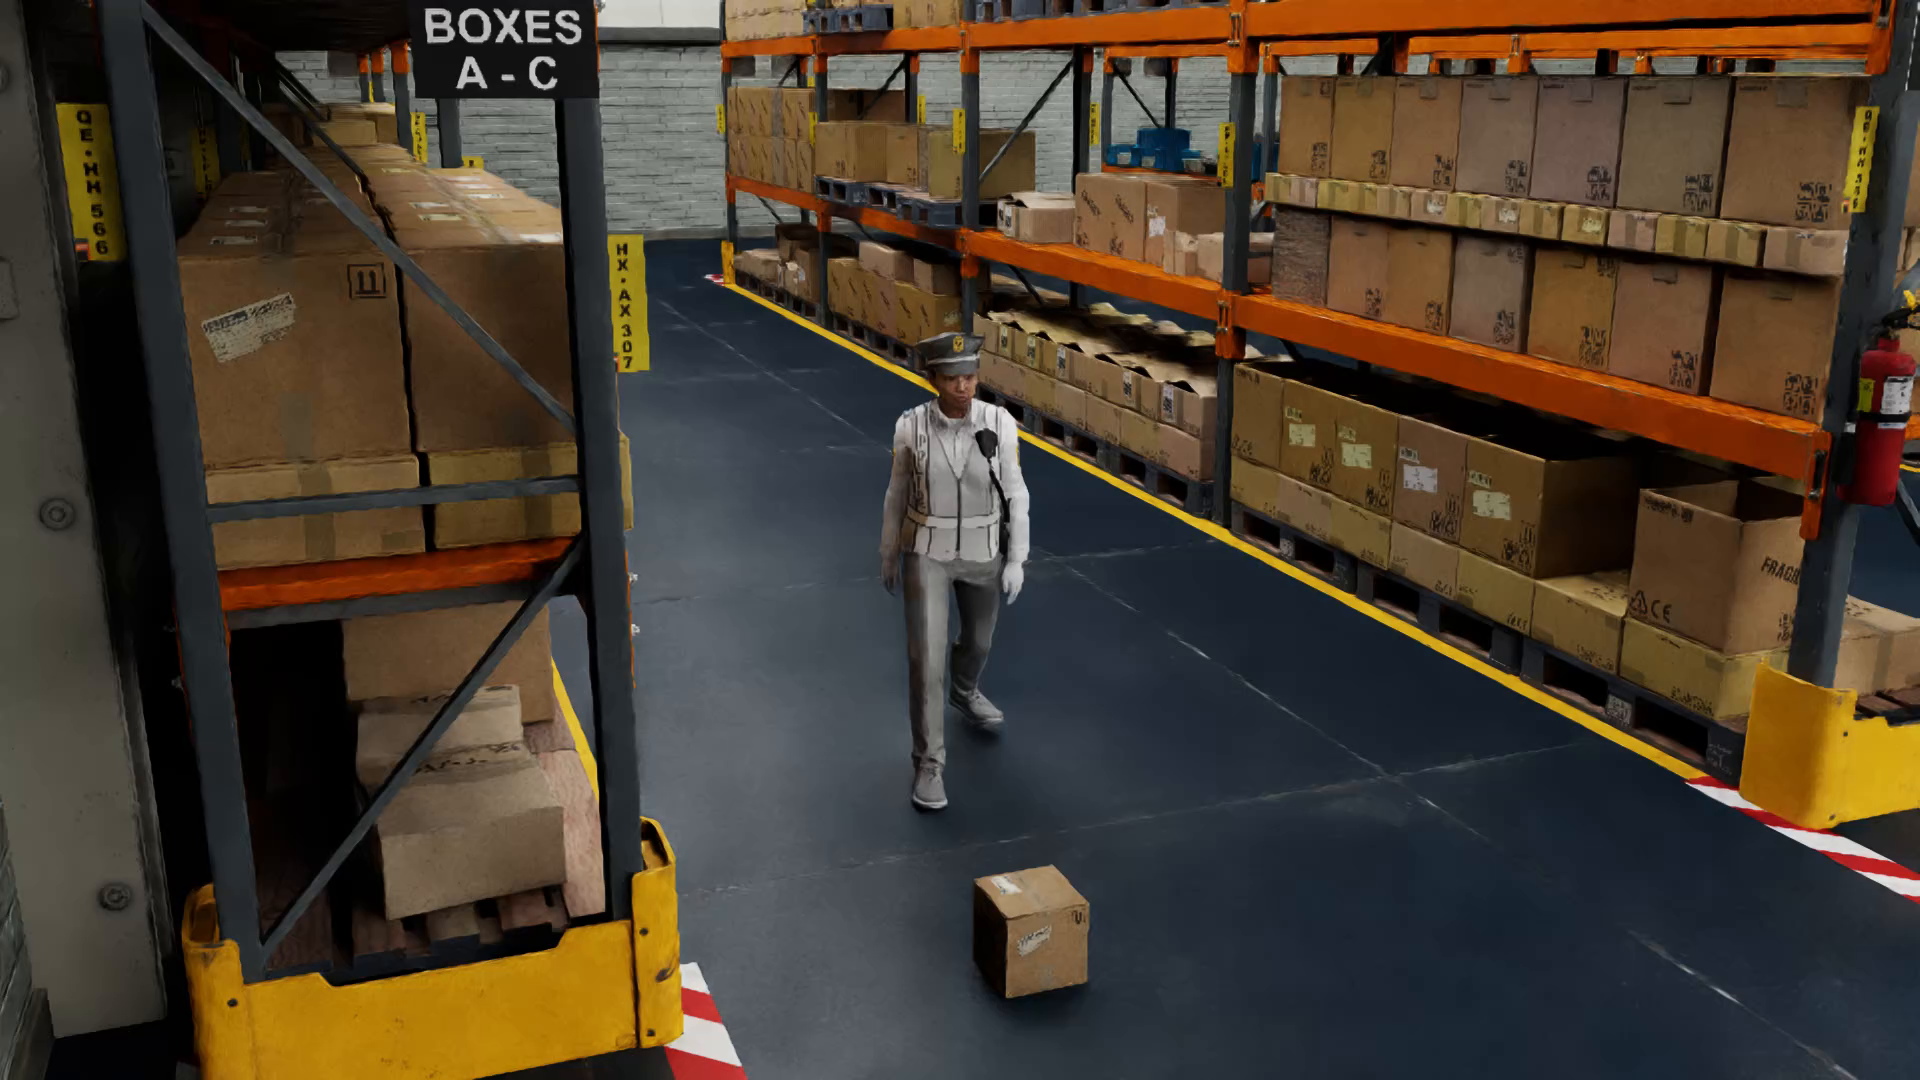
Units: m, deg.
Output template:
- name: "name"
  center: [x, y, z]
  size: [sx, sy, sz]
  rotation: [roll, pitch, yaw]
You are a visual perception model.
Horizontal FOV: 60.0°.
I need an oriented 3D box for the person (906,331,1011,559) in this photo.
- name: "person"
  center: [-0.005, -0.330, 5.736]
  size: [0.367, 0.814, 0.358]
  rotation: [-3, 16, -9]
